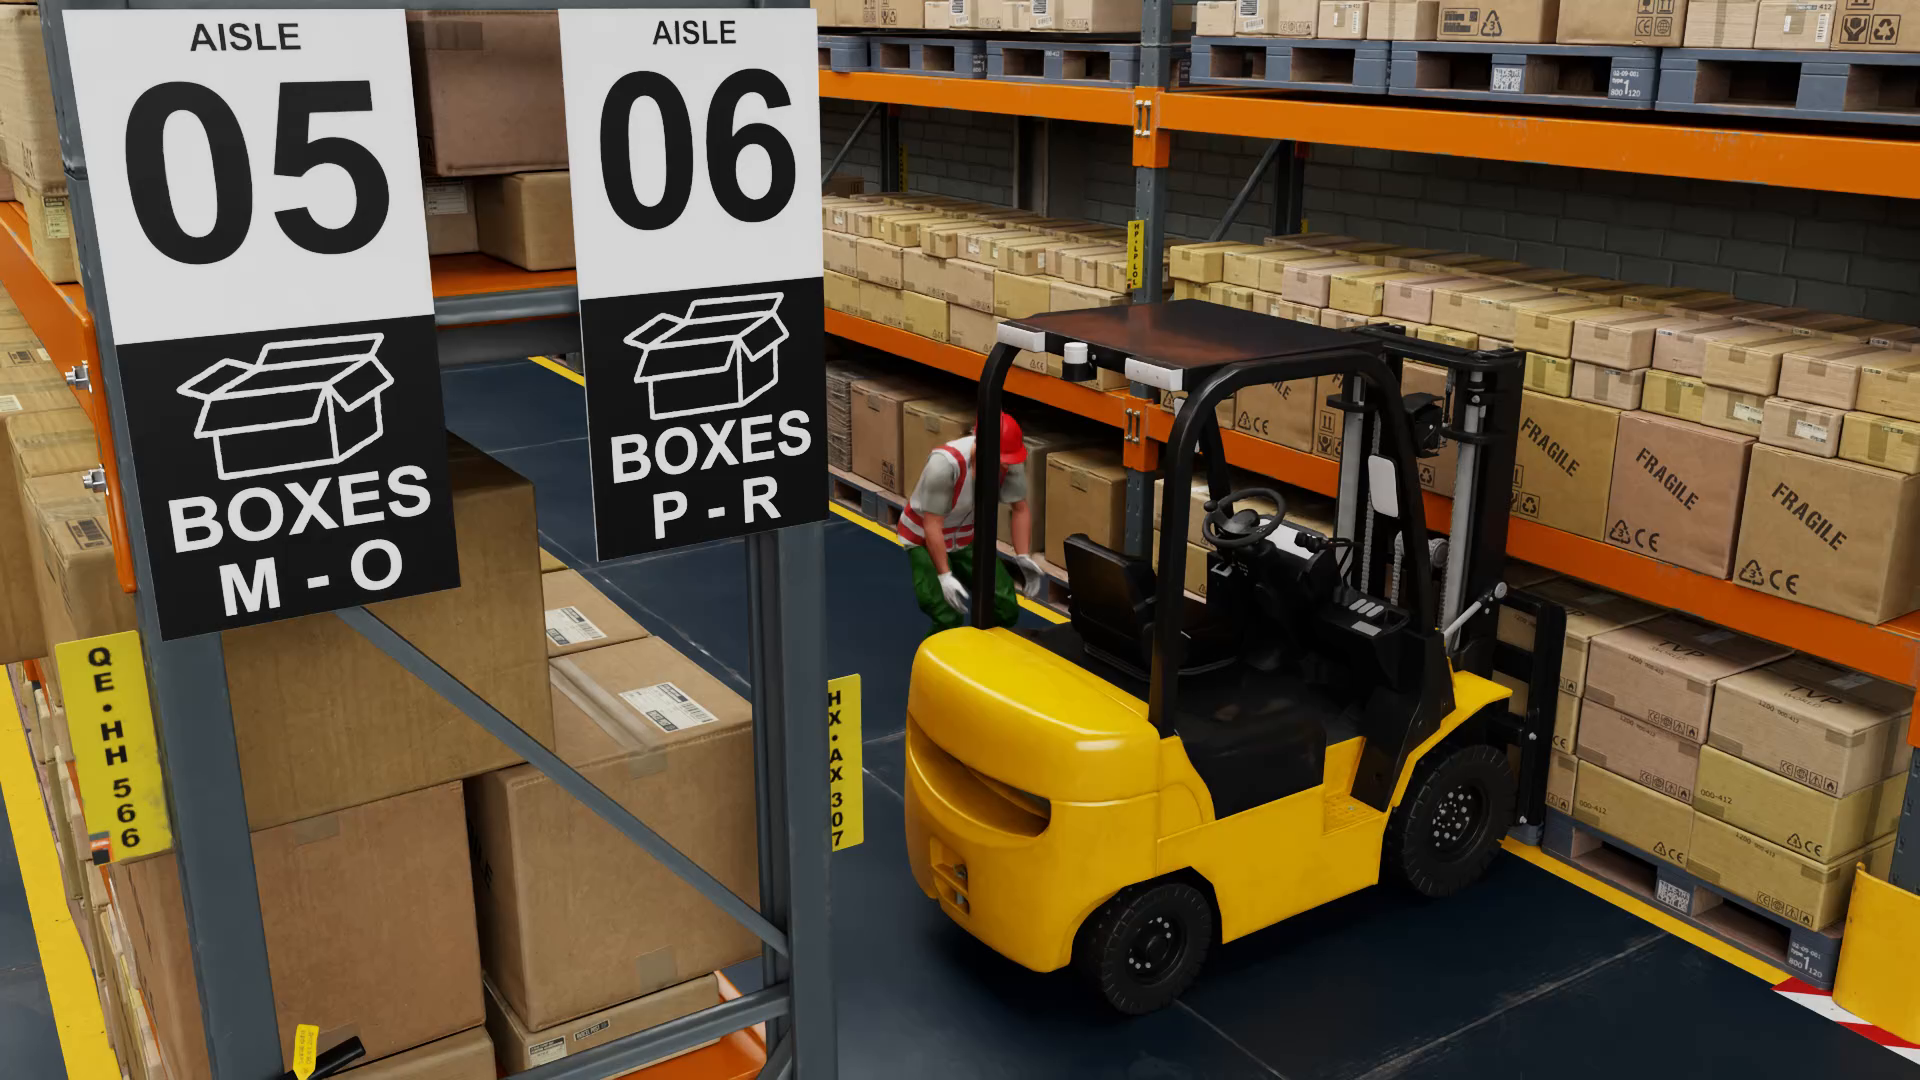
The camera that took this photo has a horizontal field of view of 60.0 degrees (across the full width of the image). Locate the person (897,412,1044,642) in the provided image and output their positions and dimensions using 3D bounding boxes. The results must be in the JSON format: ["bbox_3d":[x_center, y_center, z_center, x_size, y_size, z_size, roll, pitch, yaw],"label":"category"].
[{"bbox_3d":[0.048,0.068,7.821,0.582,1.471,0.731,-11,21,-31],"label":"person"}]
